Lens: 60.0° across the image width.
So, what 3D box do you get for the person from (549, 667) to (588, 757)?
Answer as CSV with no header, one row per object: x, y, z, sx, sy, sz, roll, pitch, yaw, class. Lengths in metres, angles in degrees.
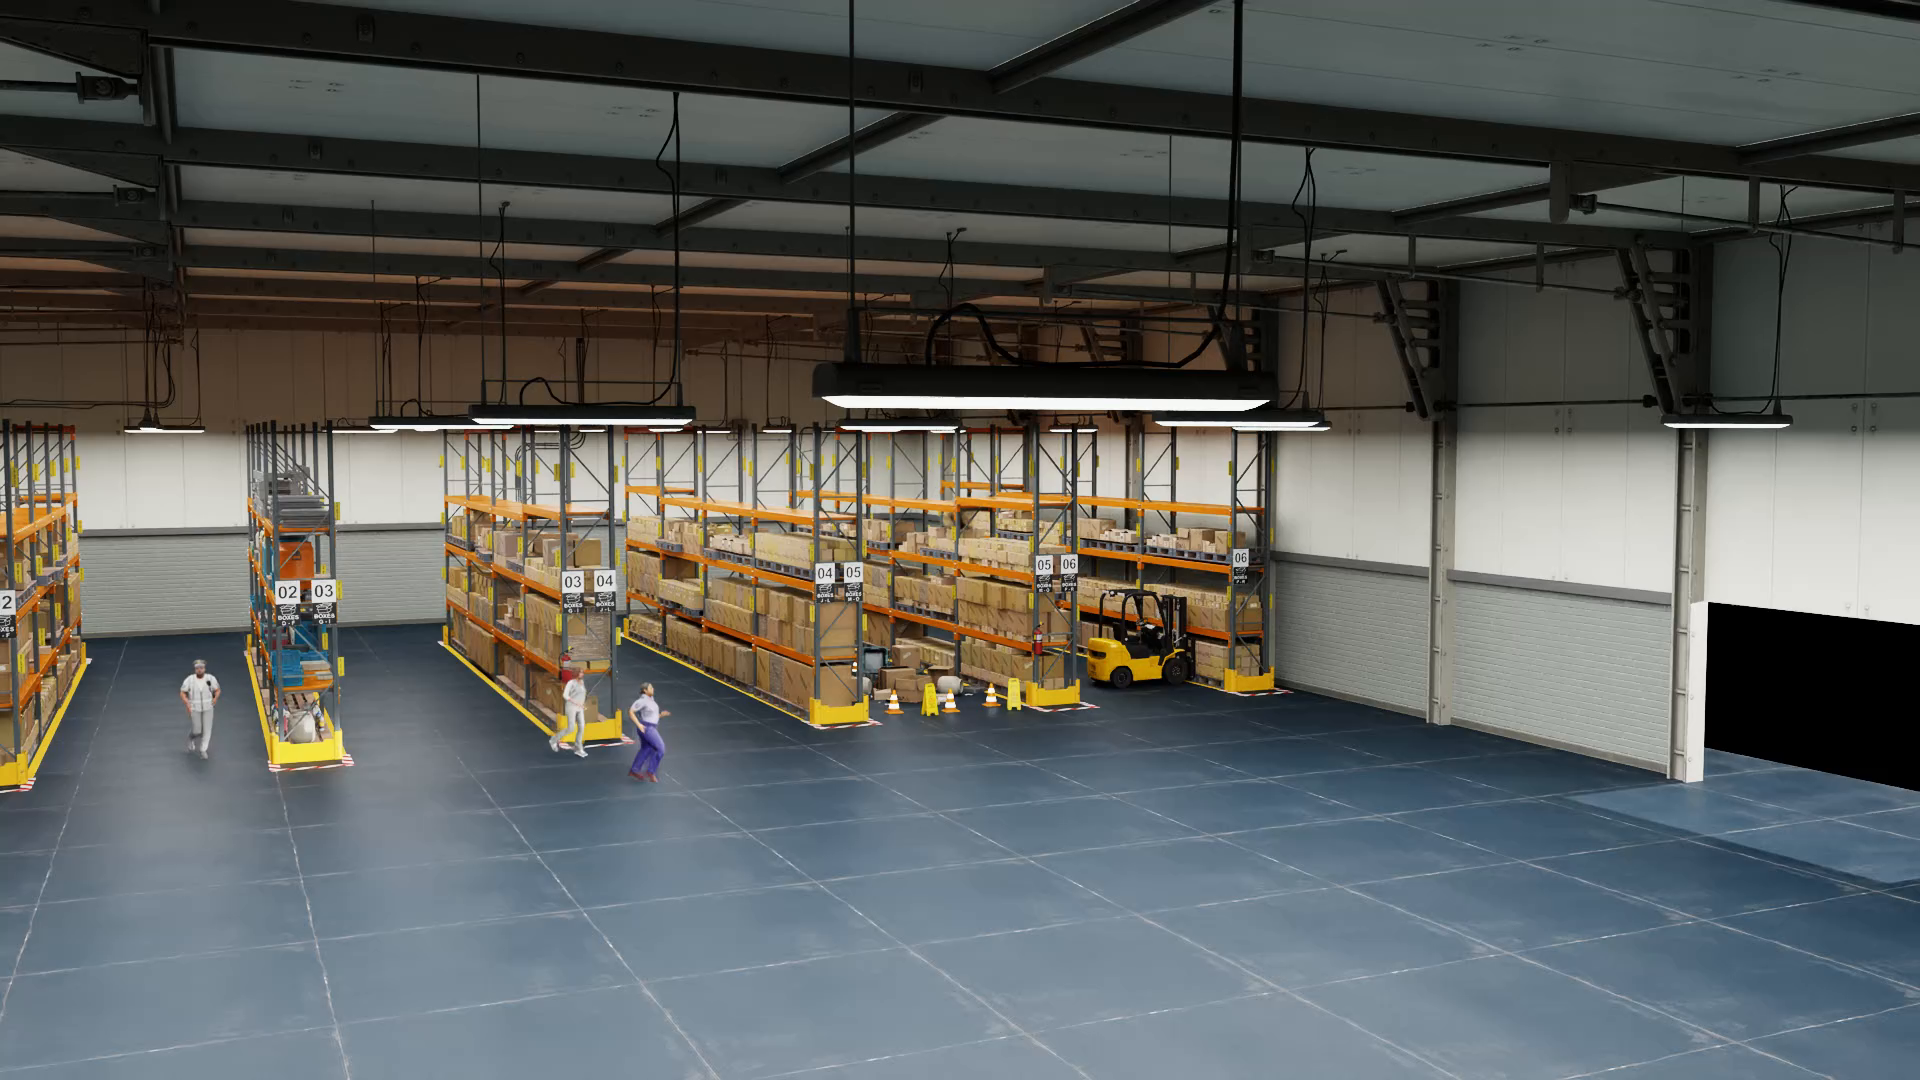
-6.950,3.073,29.948,0.756,1.579,0.592,1,4,22,person

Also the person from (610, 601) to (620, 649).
-9.305,2.150,44.018,0.582,1.716,0.828,-1,4,-16,person

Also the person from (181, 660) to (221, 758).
-13.540,3.003,29.695,0.653,1.755,0.647,-2,4,-31,person

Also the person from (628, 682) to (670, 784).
-5.155,3.190,27.504,0.711,1.689,0.575,0,4,-1,person
